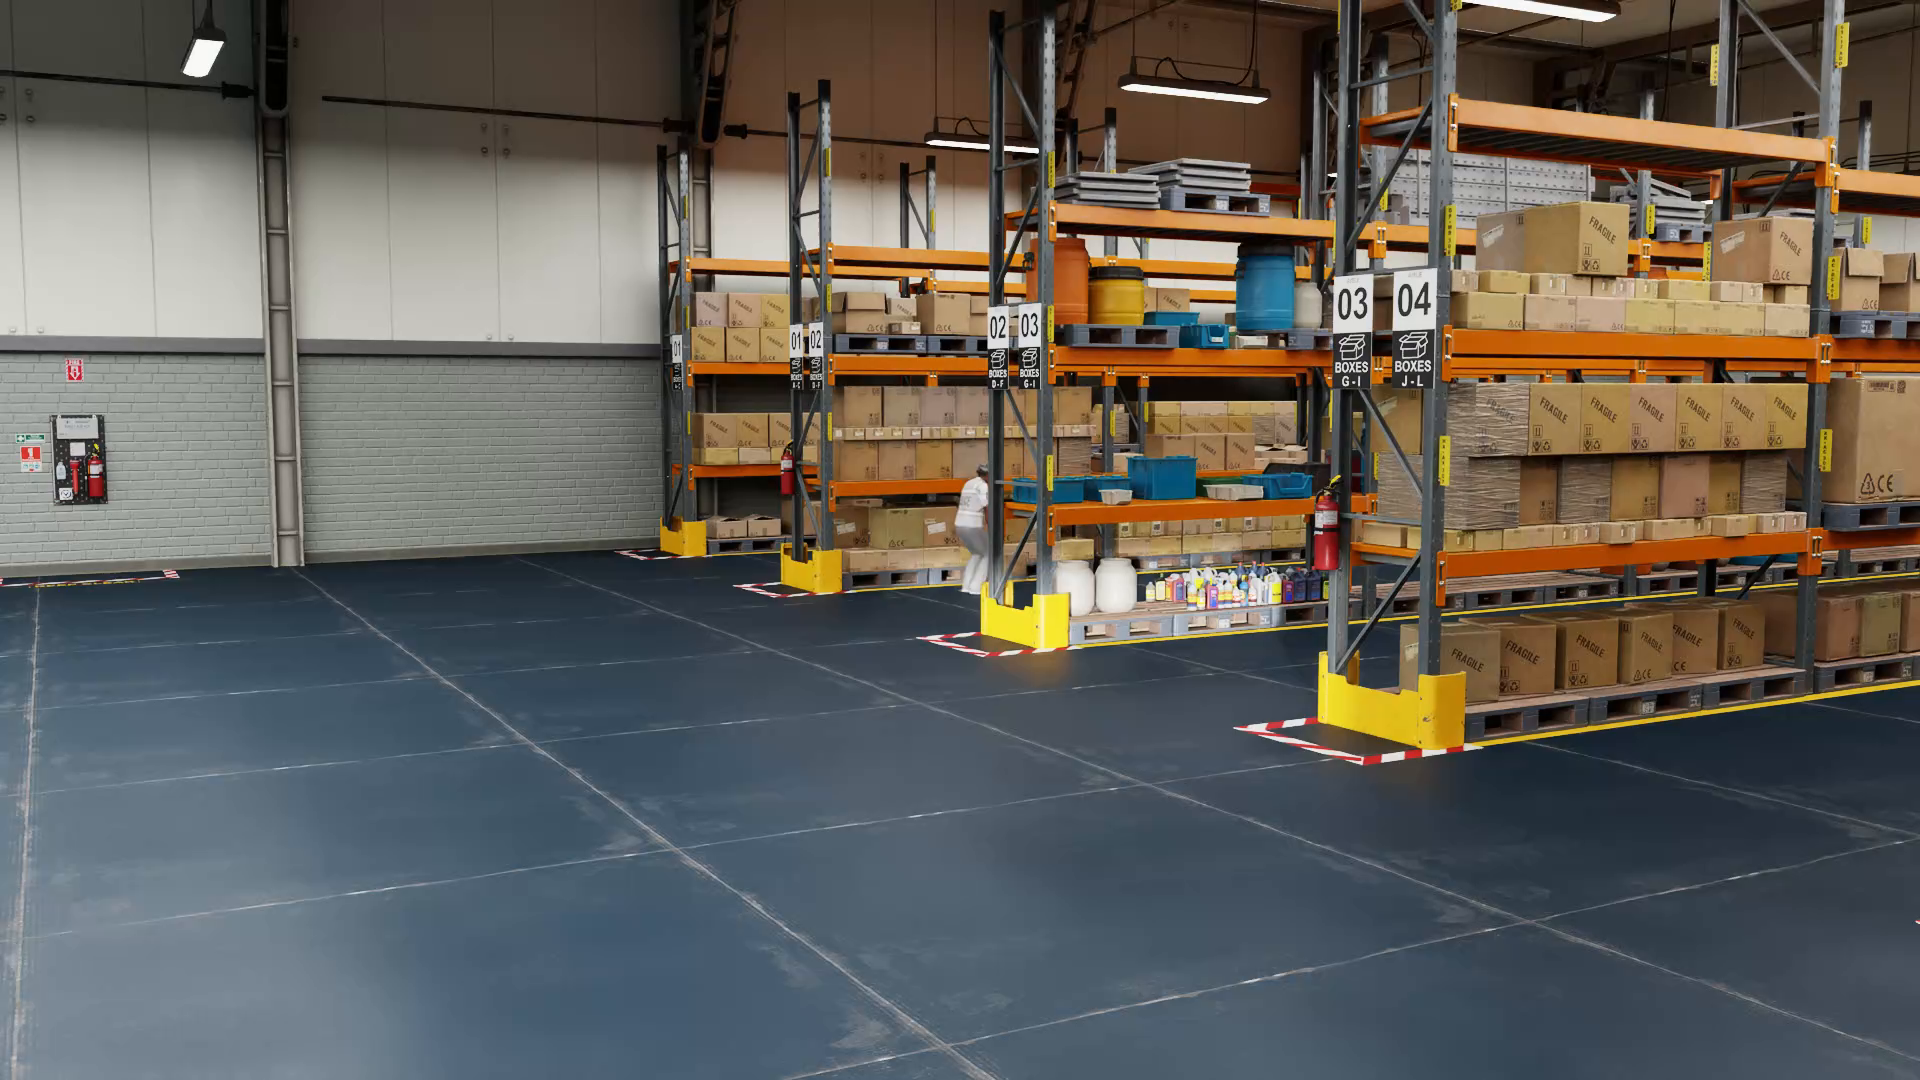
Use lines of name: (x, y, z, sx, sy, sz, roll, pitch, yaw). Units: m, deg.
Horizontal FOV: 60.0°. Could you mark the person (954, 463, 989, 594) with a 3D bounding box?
person: (0.206, -0.127, 19.705, 0.563, 1.536, 0.480, -3, 6, -28)
